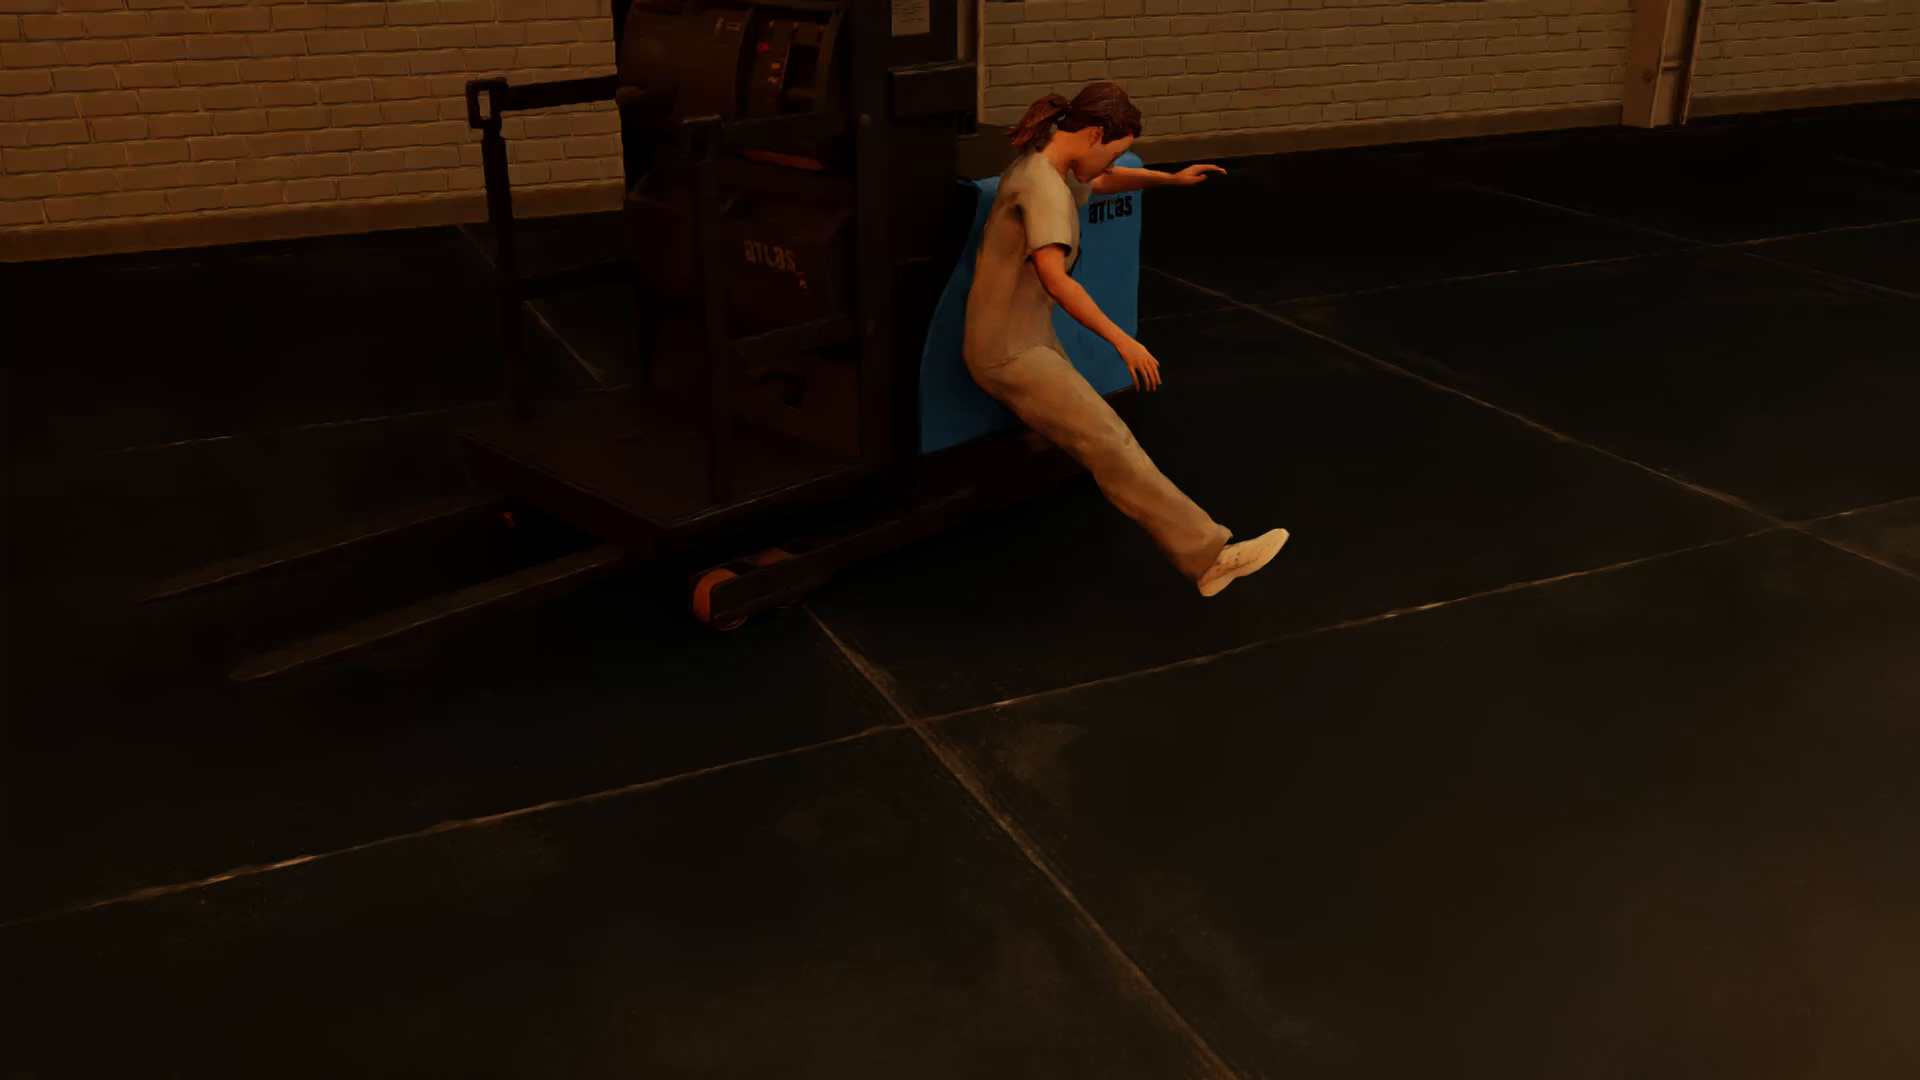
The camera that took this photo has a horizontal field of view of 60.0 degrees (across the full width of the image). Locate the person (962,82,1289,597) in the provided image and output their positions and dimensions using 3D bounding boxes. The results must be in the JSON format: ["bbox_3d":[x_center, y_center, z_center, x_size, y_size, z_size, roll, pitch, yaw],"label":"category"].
[{"bbox_3d":[0.426,-0.598,4.756,1.084,1.376,0.983,4,23,10],"label":"person"}]

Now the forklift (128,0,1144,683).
[{"bbox_3d":[-0.795,-1.330,4.488,1.130,2.935,3.031,21,30,41],"label":"forklift"}]
